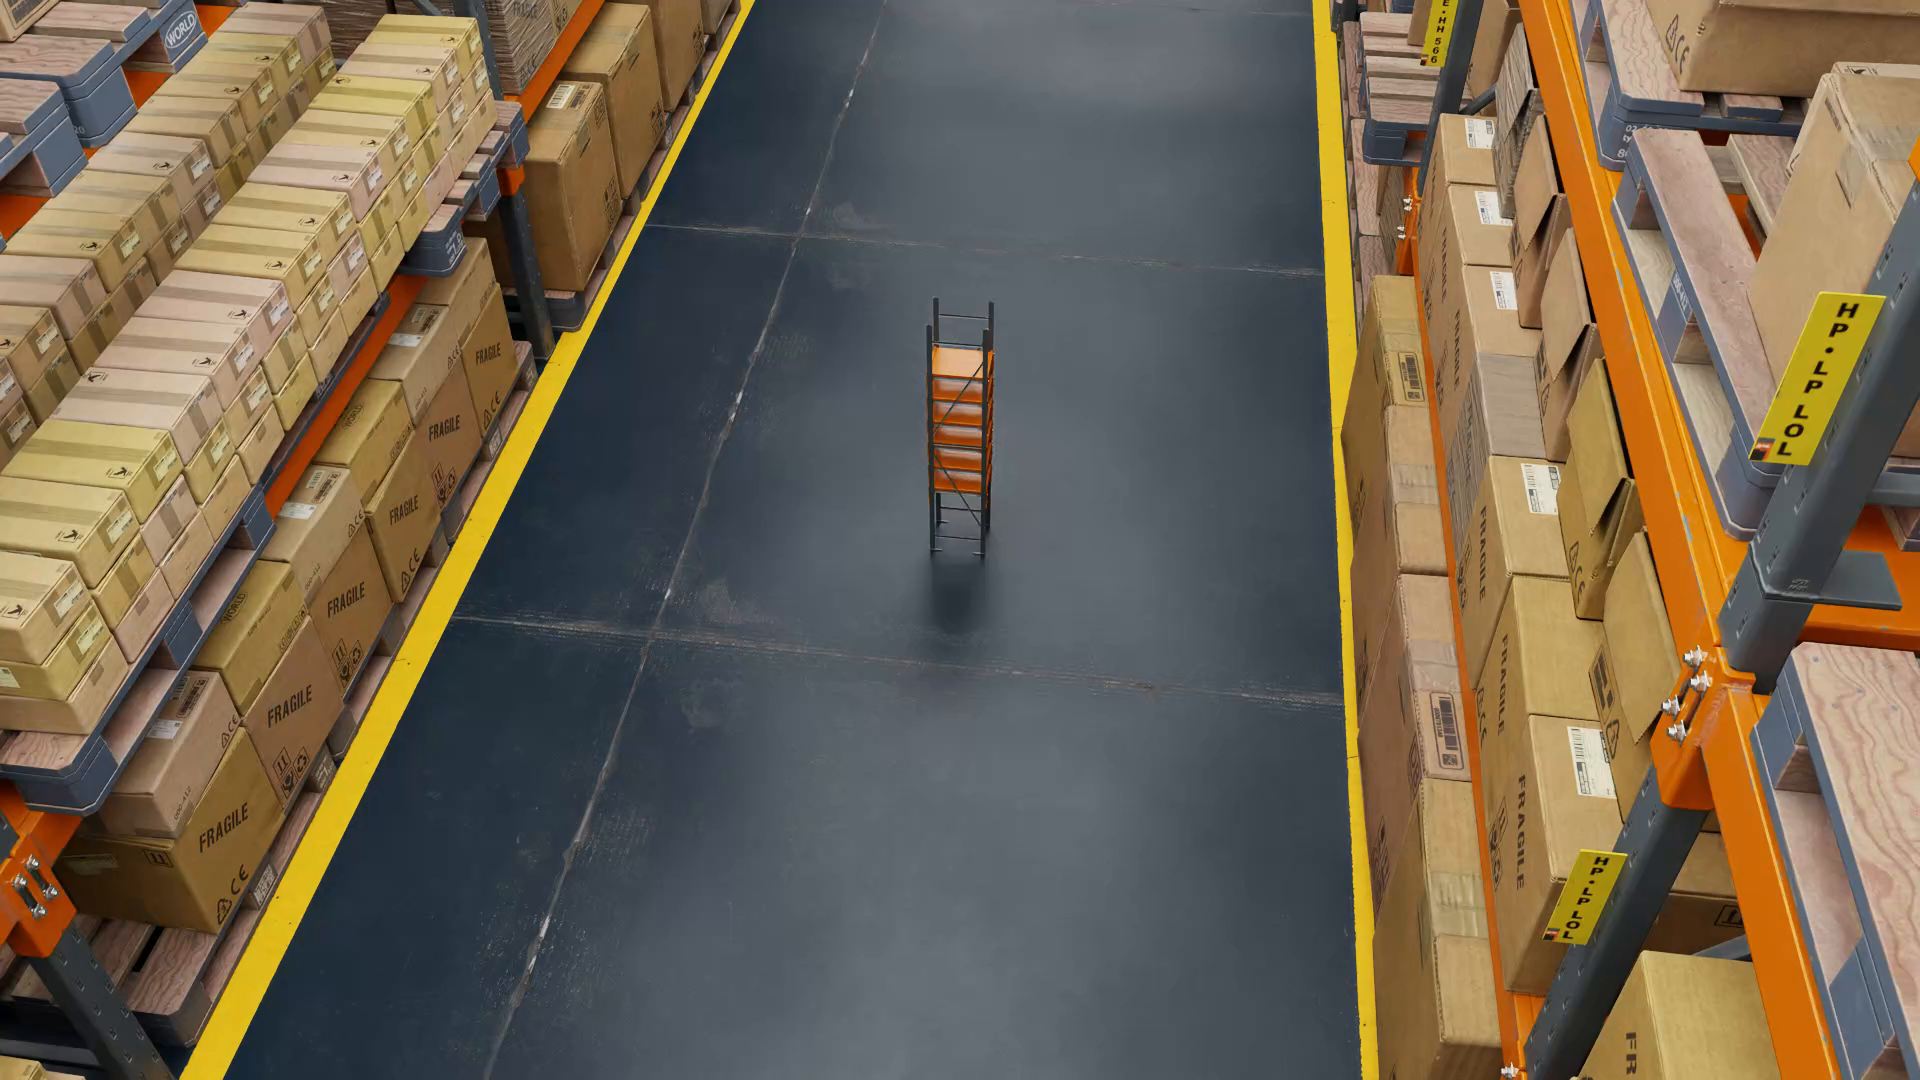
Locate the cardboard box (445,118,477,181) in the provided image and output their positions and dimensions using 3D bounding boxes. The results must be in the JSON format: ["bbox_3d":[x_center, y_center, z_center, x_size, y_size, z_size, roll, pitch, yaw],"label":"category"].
[{"bbox_3d":[-2.161,-1.569,6.625,0.380,0.149,0.250,5,44,5],"label":"cardboard box"}]

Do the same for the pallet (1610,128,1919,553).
[{"bbox_3d":[1.930,-0.458,3.532,0.805,0.209,1.217,4,44,4],"label":"pallet"}]

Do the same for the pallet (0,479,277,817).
[{"bbox_3d":[-2.800,0.233,4.984,1.003,0.211,1.213,5,44,6],"label":"pallet"}]

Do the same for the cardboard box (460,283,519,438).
[{"bbox_3d":[-2.345,-0.827,7.477,0.500,0.500,0.500,5,44,5],"label":"cardboard box"}]

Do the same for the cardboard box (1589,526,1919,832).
[{"bbox_3d":[1.934,0.354,3.914,0.797,0.503,0.637,4,44,4],"label":"cardboard box"}]

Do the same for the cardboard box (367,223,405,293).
[{"bbox_3d":[-2.265,-1.041,6.067,0.380,0.149,0.250,3,44,4],"label":"cardboard box"}]

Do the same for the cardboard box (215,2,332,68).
[{"bbox_3d":[-2.770,-2.032,6.681,0.380,0.149,0.250,5,44,6],"label":"cardboard box"}]

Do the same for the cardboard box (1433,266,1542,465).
[{"bbox_3d":[1.922,-0.564,5.613,0.500,0.500,0.500,5,44,5],"label":"cardboard box"}]

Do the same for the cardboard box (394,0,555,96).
[{"bbox_3d":[-2.190,-2.373,7.524,0.500,0.500,0.500,6,44,6],"label":"cardboard box"}]

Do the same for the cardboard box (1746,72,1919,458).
[{"bbox_3d":[1.924,-0.483,3.041,0.700,0.500,0.500,6,44,7],"label":"cardboard box"}]

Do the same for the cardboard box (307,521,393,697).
[{"bbox_3d":[-2.561,0.228,6.363,0.500,0.500,0.500,6,44,6],"label":"cardboard box"}]

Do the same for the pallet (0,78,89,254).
[{"bbox_3d":[-2.858,-0.761,3.849,1.213,0.211,1.003,5,44,6],"label":"pallet"}]

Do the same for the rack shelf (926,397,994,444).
[{"bbox_3d":[0.002,-0.500,6.818,0.258,0.103,0.180,5,44,6],"label":"rack shelf"}]

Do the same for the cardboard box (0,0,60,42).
[{"bbox_3d":[-2.711,-1.649,4.270,0.797,0.503,0.637,5,44,5],"label":"cardboard box"}]

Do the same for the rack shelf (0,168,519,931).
[{"bbox_3d":[-2.781,-0.431,6.069,1.077,0.370,4.000,5,44,6],"label":"rack shelf"}]

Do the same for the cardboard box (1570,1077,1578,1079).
[{"bbox_3d":[1.536,1.434,3.469,0.500,0.250,0.500,5,44,5],"label":"cardboard box"}]

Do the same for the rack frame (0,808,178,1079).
[{"bbox_3d":[-3.042,0.671,4.381,0.949,2.616,0.053,5,44,6],"label":"rack frame"}]

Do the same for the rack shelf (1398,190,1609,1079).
[{"bbox_3d":[2.122,0.089,5.520,1.077,0.370,4.000,5,44,6],"label":"rack shelf"}]

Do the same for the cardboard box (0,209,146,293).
[{"bbox_3d":[-2.979,-0.969,5.559,0.380,0.149,0.250,5,44,5],"label":"cardboard box"}]

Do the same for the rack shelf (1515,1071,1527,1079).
[{"bbox_3d":[1.593,2.815,2.641,1.077,0.370,4.000,5,44,6],"label":"rack shelf"}]

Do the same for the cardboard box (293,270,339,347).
[{"bbox_3d":[-2.333,-0.791,5.587,0.380,0.149,0.250,4,44,5],"label":"cardboard box"}]

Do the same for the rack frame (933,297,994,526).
[{"bbox_3d":[0.014,-0.508,6.936,0.240,1.200,0.006,5,44,6],"label":"rack frame"}]

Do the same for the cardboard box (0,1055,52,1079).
[{"bbox_3d":[-2.835,1.604,4.732,0.380,0.149,0.250,6,44,7],"label":"cardboard box"}]

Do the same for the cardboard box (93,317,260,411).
[{"bbox_3d":[-2.402,-0.542,5.108,0.380,0.149,0.250,5,44,5],"label":"cardboard box"}]

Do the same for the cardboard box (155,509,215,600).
[{"bbox_3d":[-2.470,0.024,4.943,0.380,0.149,0.250,6,44,6],"label":"cardboard box"}]

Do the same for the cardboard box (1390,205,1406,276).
[{"bbox_3d":[2.455,-1.246,7.904,0.700,0.500,0.500,3,44,3],"label":"cardboard box"}]

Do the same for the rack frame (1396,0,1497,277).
[{"bbox_3d":[2.386,-1.535,6.712,1.000,3.000,0.127,5,44,6],"label":"rack frame"}]

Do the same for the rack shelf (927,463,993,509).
[{"bbox_3d":[0.002,-0.239,7.066,0.258,0.103,0.180,5,44,6],"label":"rack shelf"}]

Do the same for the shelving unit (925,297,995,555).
[{"bbox_3d":[0.002,-0.446,6.870,0.258,1.200,0.189,5,44,6],"label":"shelving unit"}]

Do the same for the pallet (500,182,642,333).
[{"bbox_3d":[-2.338,-1.573,8.780,1.003,0.211,1.213,5,44,6],"label":"pallet"}]

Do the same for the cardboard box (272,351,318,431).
[{"bbox_3d":[-2.370,-0.507,5.503,0.380,0.149,0.250,5,44,5],"label":"cardboard box"}]

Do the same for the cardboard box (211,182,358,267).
[{"bbox_3d":[-2.300,-1.075,5.671,0.380,0.149,0.250,7,44,8],"label":"cardboard box"}]

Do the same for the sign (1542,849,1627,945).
[{"bbox_3d":[1.318,0.756,3.507,0.100,0.325,0.005,5,44,6],"label":"sign"}]

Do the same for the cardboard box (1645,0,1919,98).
[{"bbox_3d":[2.137,-1.420,4.028,0.797,0.503,0.637,5,44,5],"label":"cardboard box"}]

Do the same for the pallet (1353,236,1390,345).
[{"bbox_3d":[2.491,-1.055,8.233,1.003,0.211,1.213,5,44,6],"label":"pallet"}]

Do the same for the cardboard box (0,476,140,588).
[{"bbox_3d":[-2.507,-0.023,4.560,0.380,0.149,0.250,6,44,7],"label":"cardboard box"}]

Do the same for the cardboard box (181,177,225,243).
[{"bbox_3d":[-2.912,-1.204,6.023,0.380,0.149,0.250,5,44,6],"label":"cardboard box"}]

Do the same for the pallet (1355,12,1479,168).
[{"bbox_3d":[2.375,-1.961,7.301,1.213,0.211,1.003,5,44,6],"label":"pallet"}]

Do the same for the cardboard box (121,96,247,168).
[{"bbox_3d":[-2.875,-1.504,6.124,0.380,0.149,0.250,4,44,4],"label":"cardboard box"}]

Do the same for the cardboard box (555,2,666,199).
[{"bbox_3d":[-2.235,-2.393,8.949,1.050,0.750,0.750,6,44,6],"label":"cardboard box"}]

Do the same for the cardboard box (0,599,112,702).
[{"bbox_3d":[-2.538,0.275,4.461,0.380,0.149,0.250,6,44,6],"label":"cardboard box"}]

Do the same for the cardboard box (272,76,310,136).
[{"bbox_3d":[-2.813,-1.728,6.576,0.380,0.149,0.250,7,44,8],"label":"cardboard box"}]

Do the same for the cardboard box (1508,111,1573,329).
[{"bbox_3d":[2.185,-0.995,5.339,0.797,0.503,0.637,6,44,6],"label":"cardboard box"}]

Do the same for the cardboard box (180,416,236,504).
[{"bbox_3d":[-2.438,-0.255,5.021,0.380,0.149,0.250,4,44,4],"label":"cardboard box"}]

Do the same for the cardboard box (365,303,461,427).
[{"bbox_3d":[-2.403,-0.737,6.836,0.500,0.250,0.500,6,44,6],"label":"cardboard box"}]

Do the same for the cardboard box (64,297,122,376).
[{"bbox_3d":[-3.018,-0.686,5.476,0.380,0.149,0.250,5,44,6],"label":"cardboard box"}]

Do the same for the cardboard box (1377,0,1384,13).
[{"bbox_3d":[2.731,-2.774,9.518,0.700,0.500,0.500,5,44,5],"label":"cardboard box"}]

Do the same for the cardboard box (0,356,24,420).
[{"bbox_3d":[-3.081,-0.436,4.995,0.380,0.149,0.250,5,44,5],"label":"cardboard box"}]

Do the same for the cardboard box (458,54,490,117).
[{"bbox_3d":[-2.131,-1.846,6.701,0.380,0.149,0.250,6,44,6],"label":"cardboard box"}]

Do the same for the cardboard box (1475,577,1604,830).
[{"bbox_3d":[1.721,0.474,4.517,0.500,0.500,0.500,7,44,7],"label":"cardboard box"}]

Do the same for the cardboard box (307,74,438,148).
[{"bbox_3d":[-2.197,-1.607,6.232,0.380,0.149,0.250,6,44,7],"label":"cardboard box"}]

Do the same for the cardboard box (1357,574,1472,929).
[{"bbox_3d":[2.040,0.763,5.525,1.225,0.875,0.875,4,44,4],"label":"cardboard box"}]

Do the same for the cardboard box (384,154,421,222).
[{"bbox_3d":[-2.230,-1.314,6.139,0.380,0.149,0.250,5,44,6],"label":"cardboard box"}]

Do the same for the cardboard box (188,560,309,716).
[{"bbox_3d":[-2.618,0.311,5.729,0.500,0.250,0.500,6,44,7],"label":"cardboard box"}]

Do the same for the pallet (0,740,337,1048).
[{"bbox_3d":[-2.944,1.153,5.901,1.003,0.211,1.213,5,44,6],"label":"pallet"}]
